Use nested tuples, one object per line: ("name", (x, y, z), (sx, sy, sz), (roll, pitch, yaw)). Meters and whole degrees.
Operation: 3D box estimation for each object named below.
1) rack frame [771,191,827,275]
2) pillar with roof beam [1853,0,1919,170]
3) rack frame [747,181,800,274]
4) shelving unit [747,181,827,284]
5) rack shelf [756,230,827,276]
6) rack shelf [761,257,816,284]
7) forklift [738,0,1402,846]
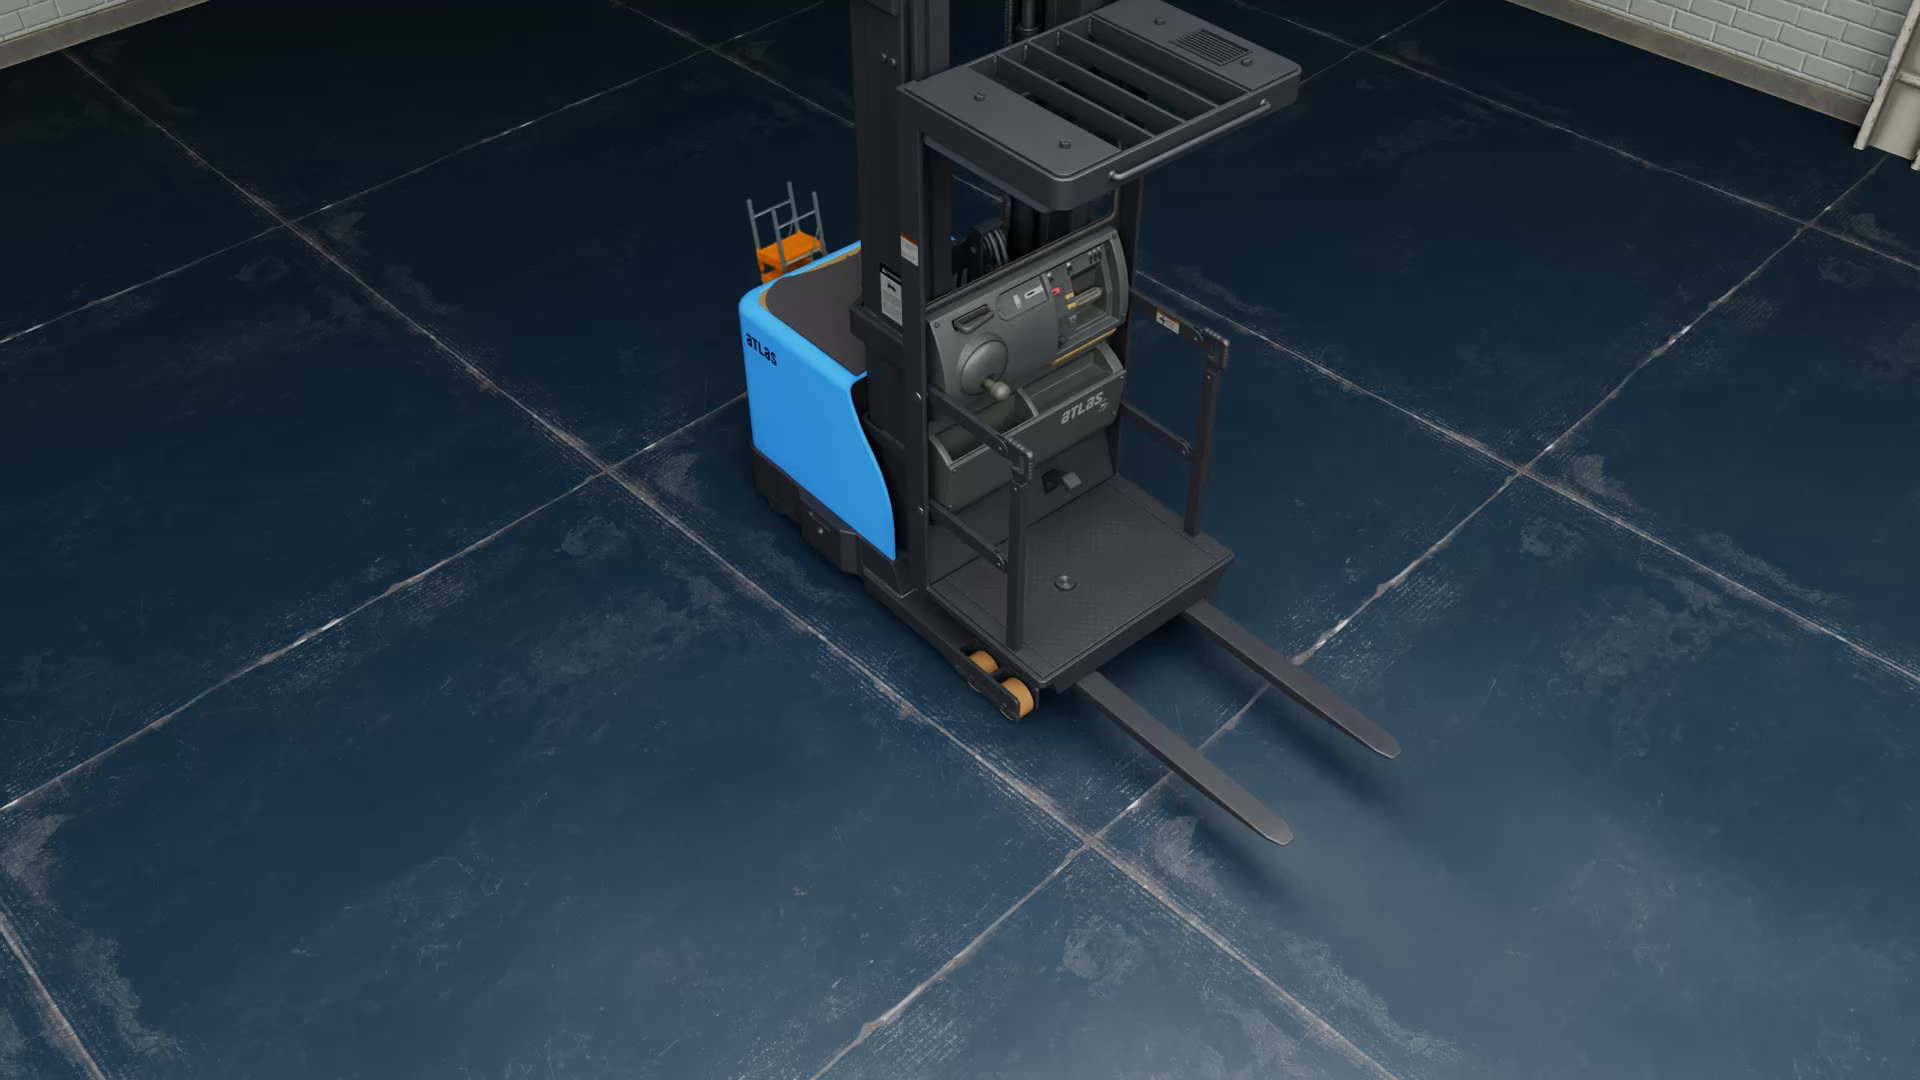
("rack frame", (-0.651, -0.974, 7.504), (0.240, 1.200, 0.006), (-31, 42, -29))
("pillar with roof beam", (2.516, -3.563, 4.593), (9.100, 9.000, 0.400), (-34, 53, -31))
("rack frame", (-0.771, -1.044, 7.623), (0.240, 1.200, 0.006), (-31, 42, -29))
("shelving unit", (-0.711, -1.009, 7.563), (0.258, 1.200, 0.189), (-31, 42, -29))
("rack shelf", (-0.745, -1.263, 7.380), (0.258, 0.103, 0.180), (-31, 42, -29))
("rack shelf", (-0.732, -1.166, 7.450), (0.258, 0.103, 0.180), (-31, 42, -29))
("forklift", (0.407, -0.757, 6.027), (1.130, 2.935, 3.031), (-30, 51, -29))
